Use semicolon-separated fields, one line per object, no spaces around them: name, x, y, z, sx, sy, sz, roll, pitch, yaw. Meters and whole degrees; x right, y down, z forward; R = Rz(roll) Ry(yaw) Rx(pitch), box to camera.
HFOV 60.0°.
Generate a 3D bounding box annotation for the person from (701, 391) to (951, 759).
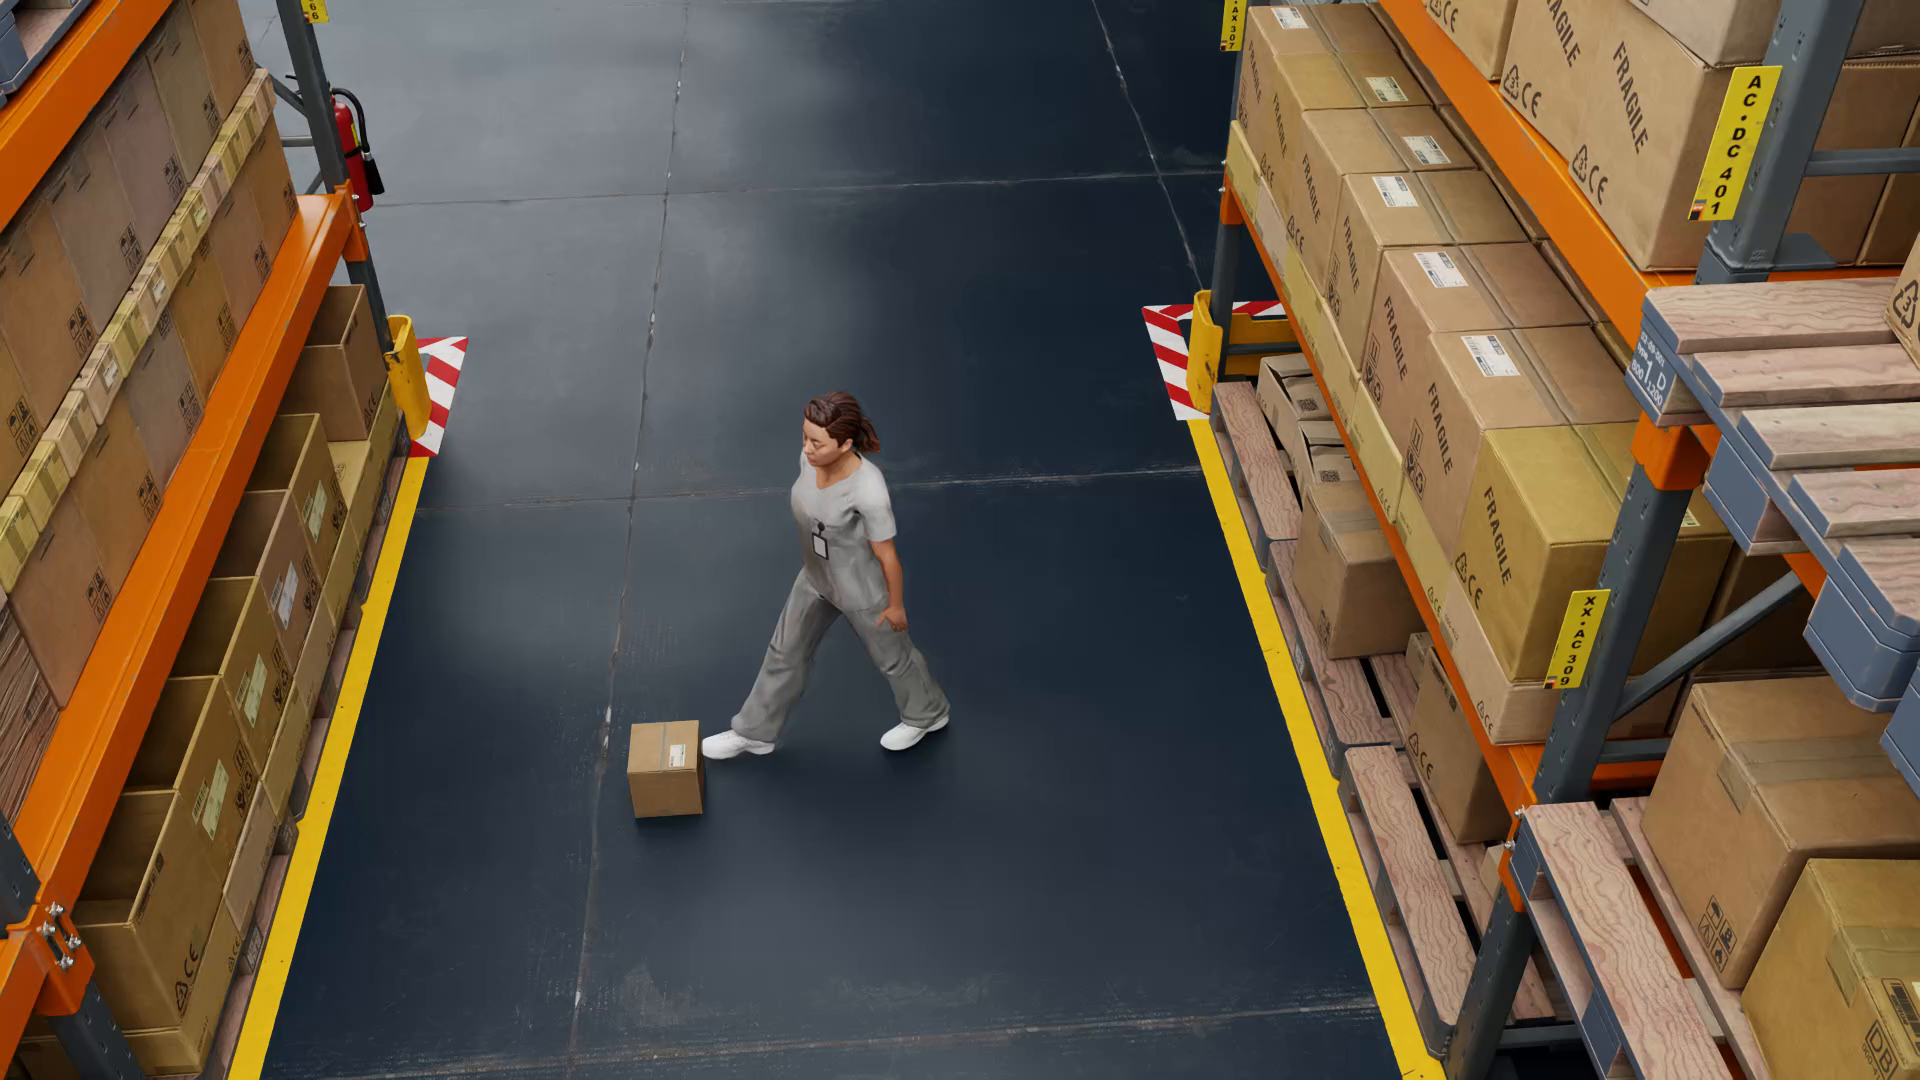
person;-0.497;0.181;5.938;0.918;1.631;0.505;-26;46;-28
